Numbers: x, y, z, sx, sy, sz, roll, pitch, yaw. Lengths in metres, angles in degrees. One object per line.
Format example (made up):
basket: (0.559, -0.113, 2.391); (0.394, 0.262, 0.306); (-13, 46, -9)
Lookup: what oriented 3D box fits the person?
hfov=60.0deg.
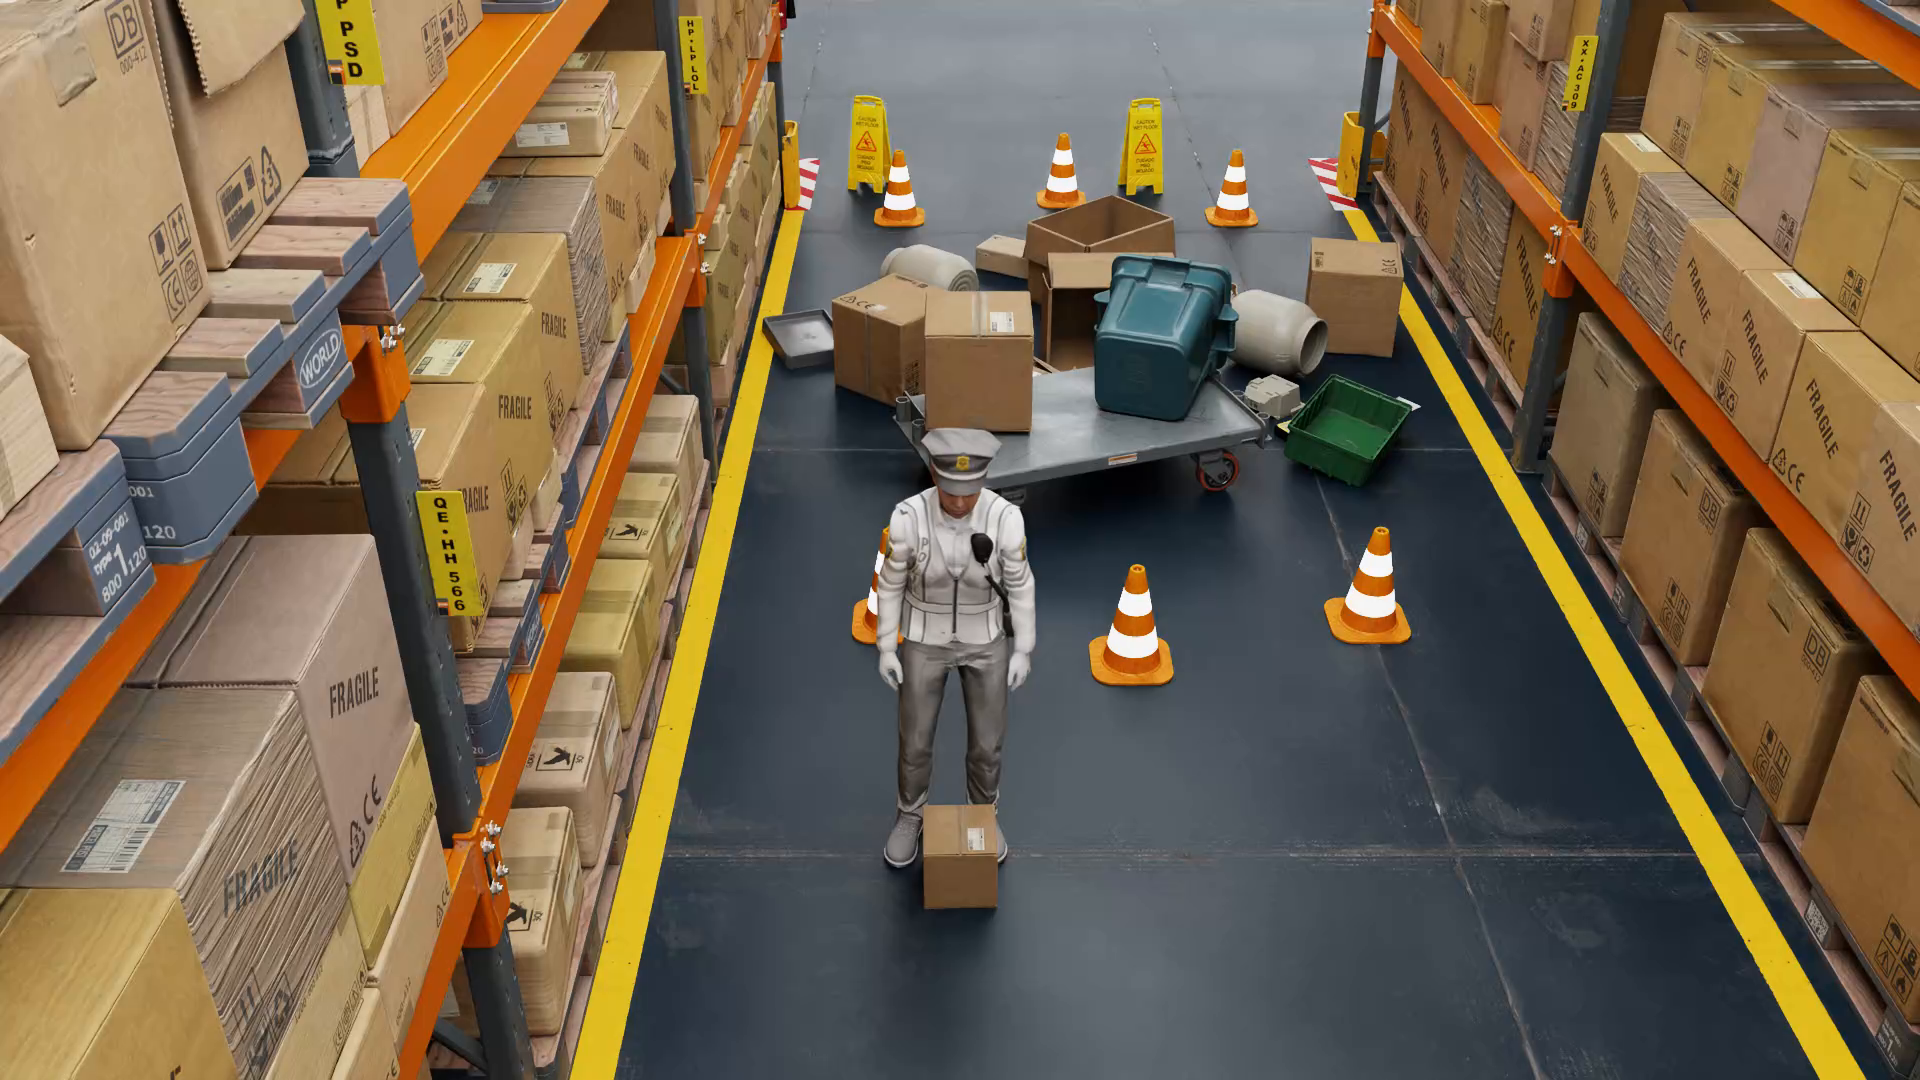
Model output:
person: (-0.014, 0.361, 5.547); (0.529, 1.664, 0.371); (0, 32, 0)
